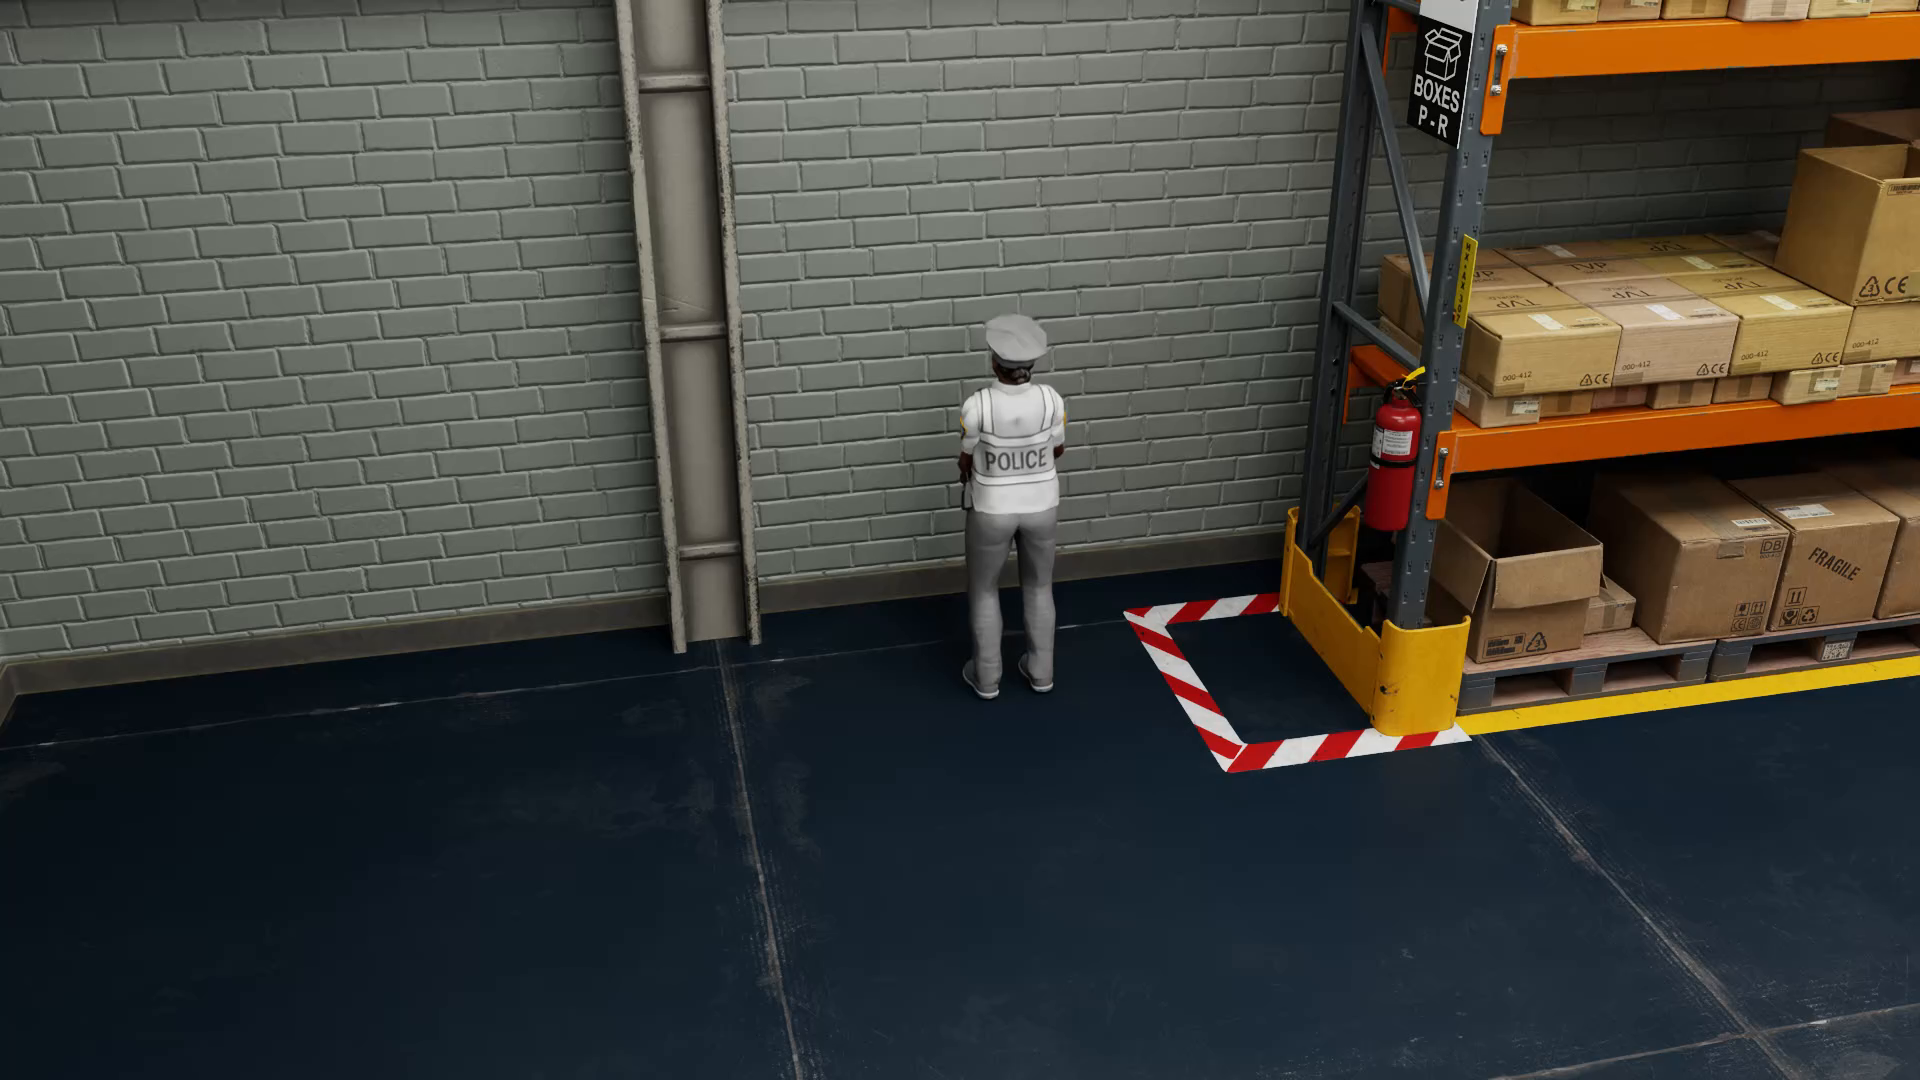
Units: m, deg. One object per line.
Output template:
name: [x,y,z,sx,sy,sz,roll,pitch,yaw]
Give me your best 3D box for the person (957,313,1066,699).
person: [0.198,-0.159,6.906,0.450,1.688,0.530,-5,27,-11]
